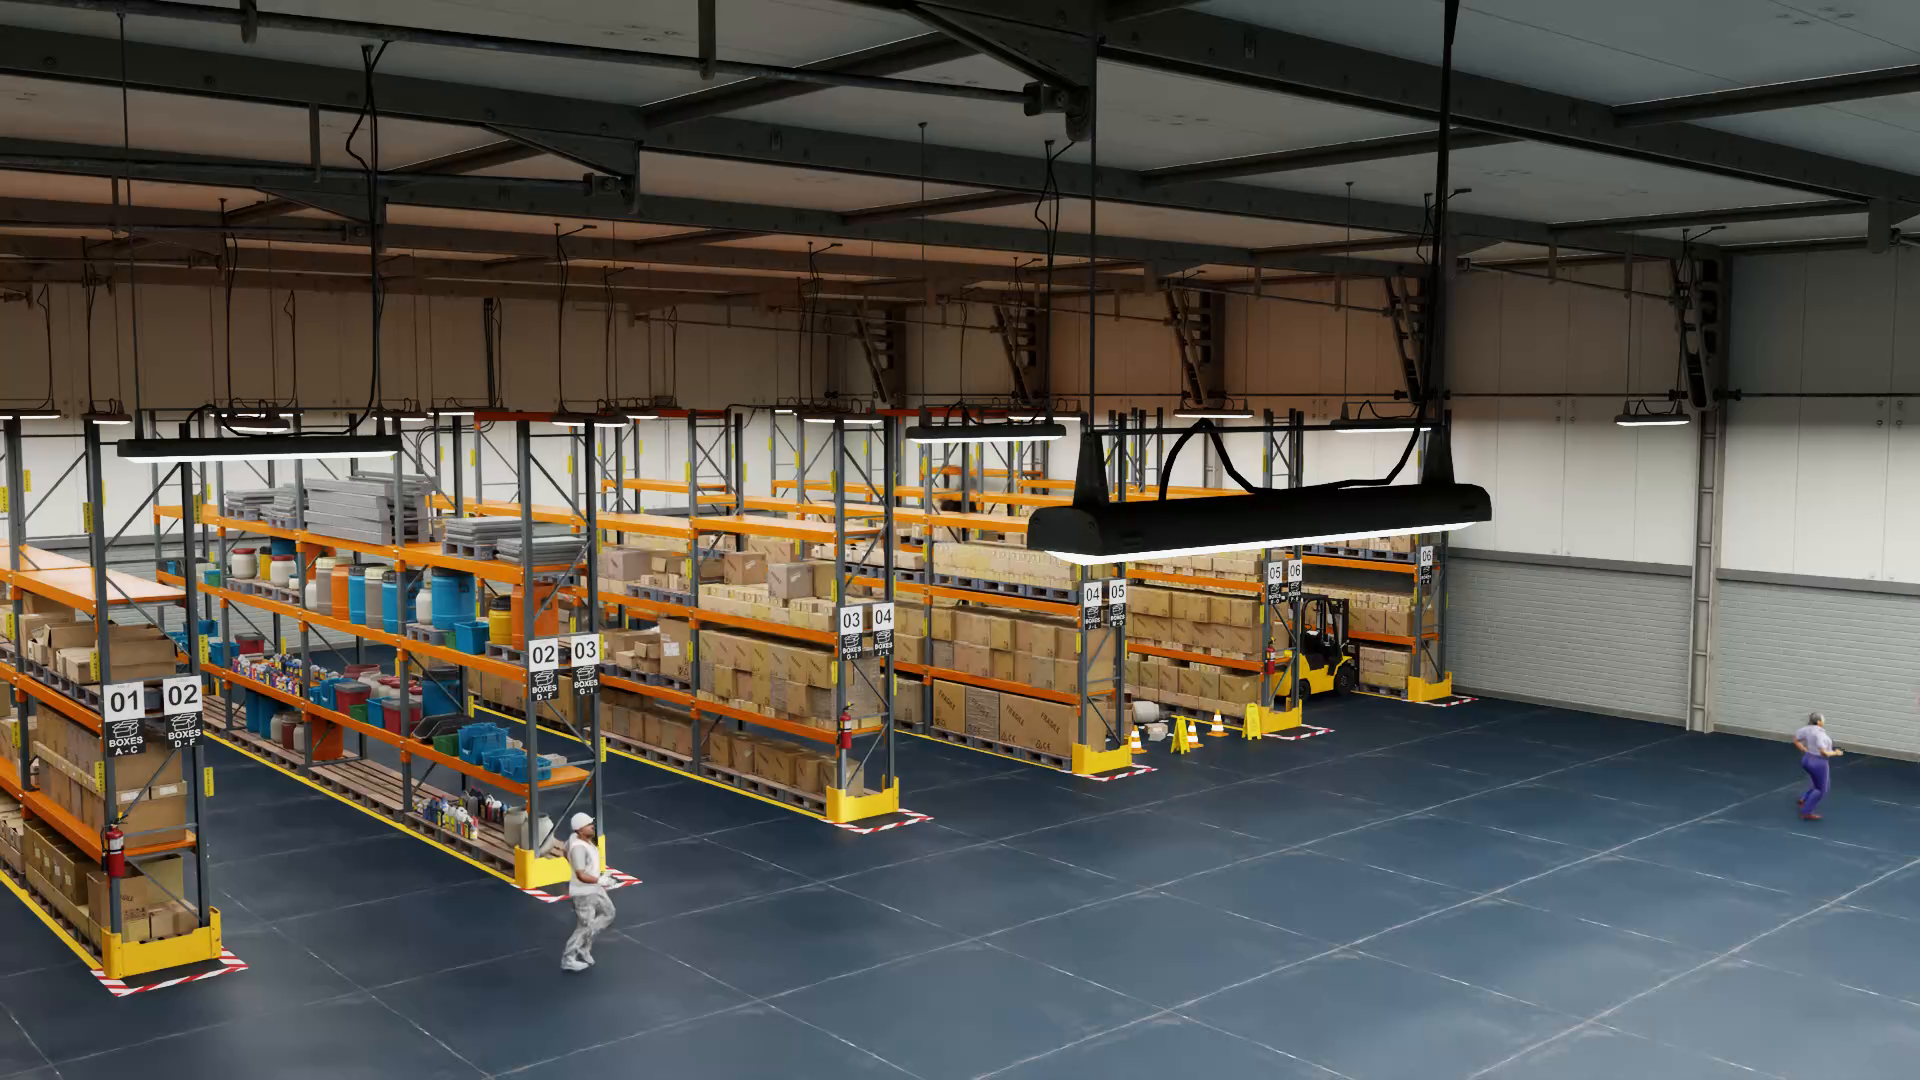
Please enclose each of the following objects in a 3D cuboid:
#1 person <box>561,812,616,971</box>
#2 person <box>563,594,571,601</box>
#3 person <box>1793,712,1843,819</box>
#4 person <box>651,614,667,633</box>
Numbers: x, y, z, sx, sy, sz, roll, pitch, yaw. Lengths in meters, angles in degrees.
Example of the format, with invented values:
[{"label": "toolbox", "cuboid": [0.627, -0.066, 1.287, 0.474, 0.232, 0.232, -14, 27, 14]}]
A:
[{"label": "person", "cuboid": [-4.087, 3.843, 18.285, 0.607, 1.740, 0.686, -1, 5, -8]}, {"label": "person", "cuboid": [-9.164, 2.093, 38.579, 0.684, 1.690, 0.939, -1, 5, -12]}, {"label": "person", "cuboid": [12.797, 3.347, 24.753, 0.559, 1.607, 0.592, 0, 5, 0]}, {"label": "person", "cuboid": [-6.441, 2.395, 35.736, 0.644, 1.654, 0.578, -4, 6, -37]}]
